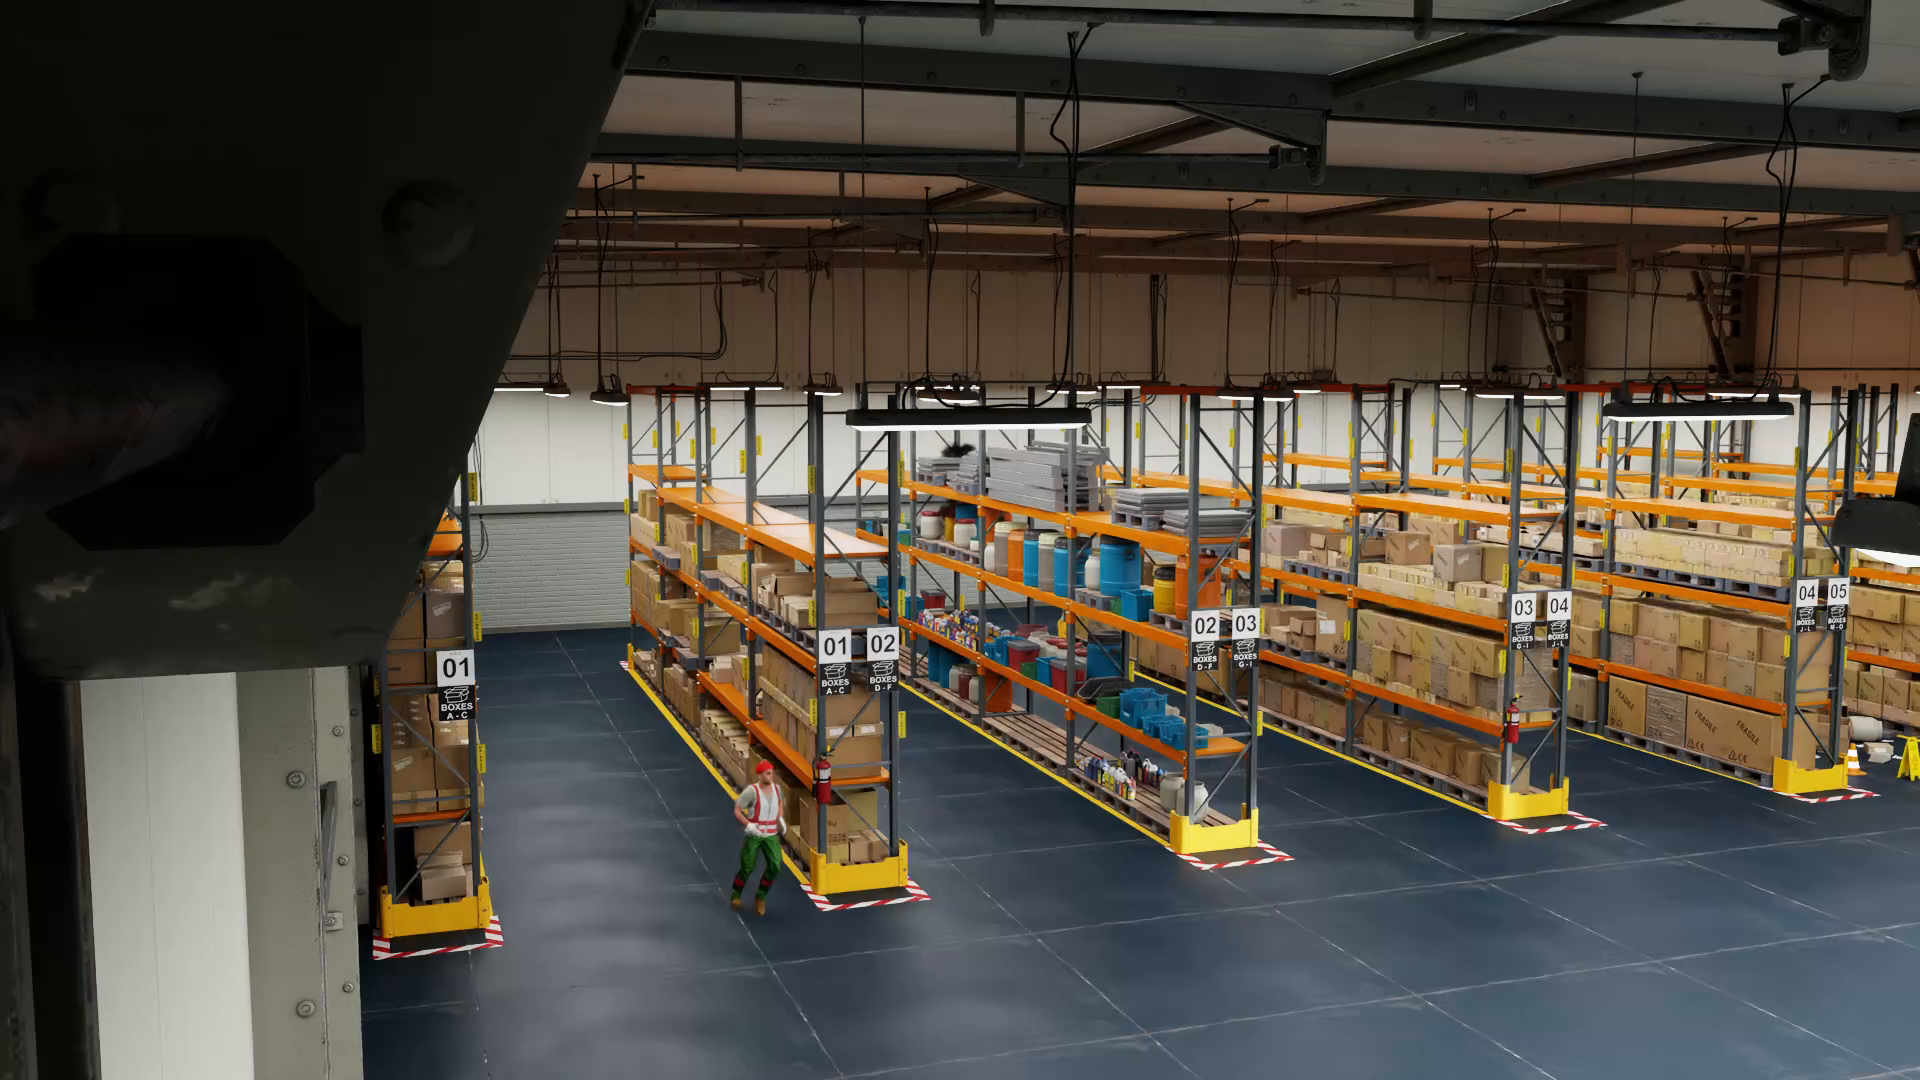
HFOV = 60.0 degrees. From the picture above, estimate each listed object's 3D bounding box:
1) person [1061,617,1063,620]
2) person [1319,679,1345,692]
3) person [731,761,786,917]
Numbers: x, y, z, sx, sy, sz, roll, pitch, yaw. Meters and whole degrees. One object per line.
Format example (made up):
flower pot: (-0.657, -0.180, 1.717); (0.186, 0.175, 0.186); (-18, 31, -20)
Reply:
person: (2.888, 1.296, 40.143); (0.990, 1.797, 0.718); (1, 6, 7)
person: (7.100, 2.246, 31.637); (0.606, 1.757, 0.874); (-3, 6, -23)
person: (-2.309, 3.460, 19.427); (0.719, 1.780, 0.676); (-4, 7, -32)
